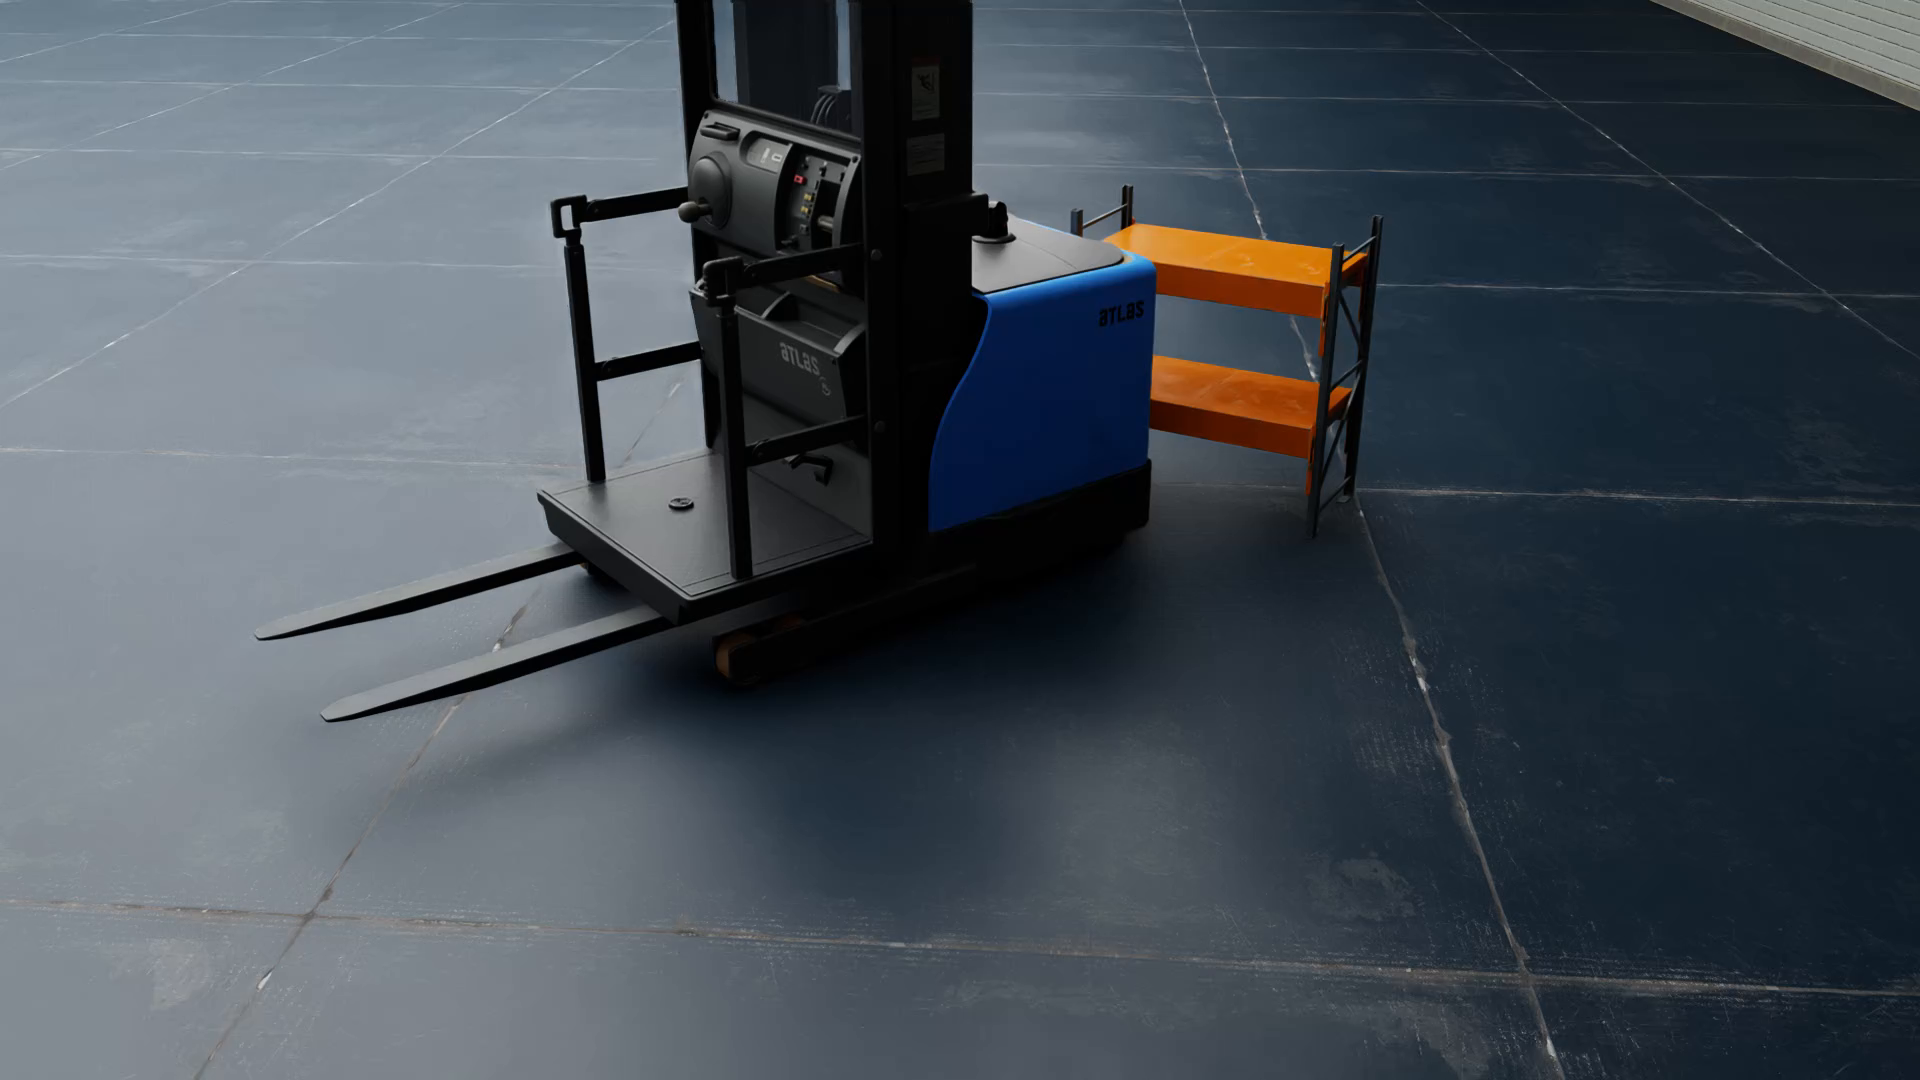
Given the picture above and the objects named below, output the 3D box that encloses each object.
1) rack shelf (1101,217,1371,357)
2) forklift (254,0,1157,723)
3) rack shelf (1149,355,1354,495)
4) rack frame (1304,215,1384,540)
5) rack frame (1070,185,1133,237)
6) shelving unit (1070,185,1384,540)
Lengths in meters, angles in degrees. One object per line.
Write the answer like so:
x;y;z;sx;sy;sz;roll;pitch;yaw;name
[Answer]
0.995;-0.977;6.327;1.000;0.278;0.538;14;28;27;rack shelf
-0.768;-1.123;5.183;3.031;2.935;1.130;-18;30;-34;forklift
0.995;-0.489;6.552;1.000;0.278;0.538;14;28;27;rack shelf
1.436;-0.605;6.219;0.032;1.125;0.500;14;28;27;rack frame
0.555;-0.817;6.680;0.032;1.125;0.500;14;28;27;rack frame
0.995;-0.711;6.450;1.048;1.125;0.538;14;28;27;shelving unit
